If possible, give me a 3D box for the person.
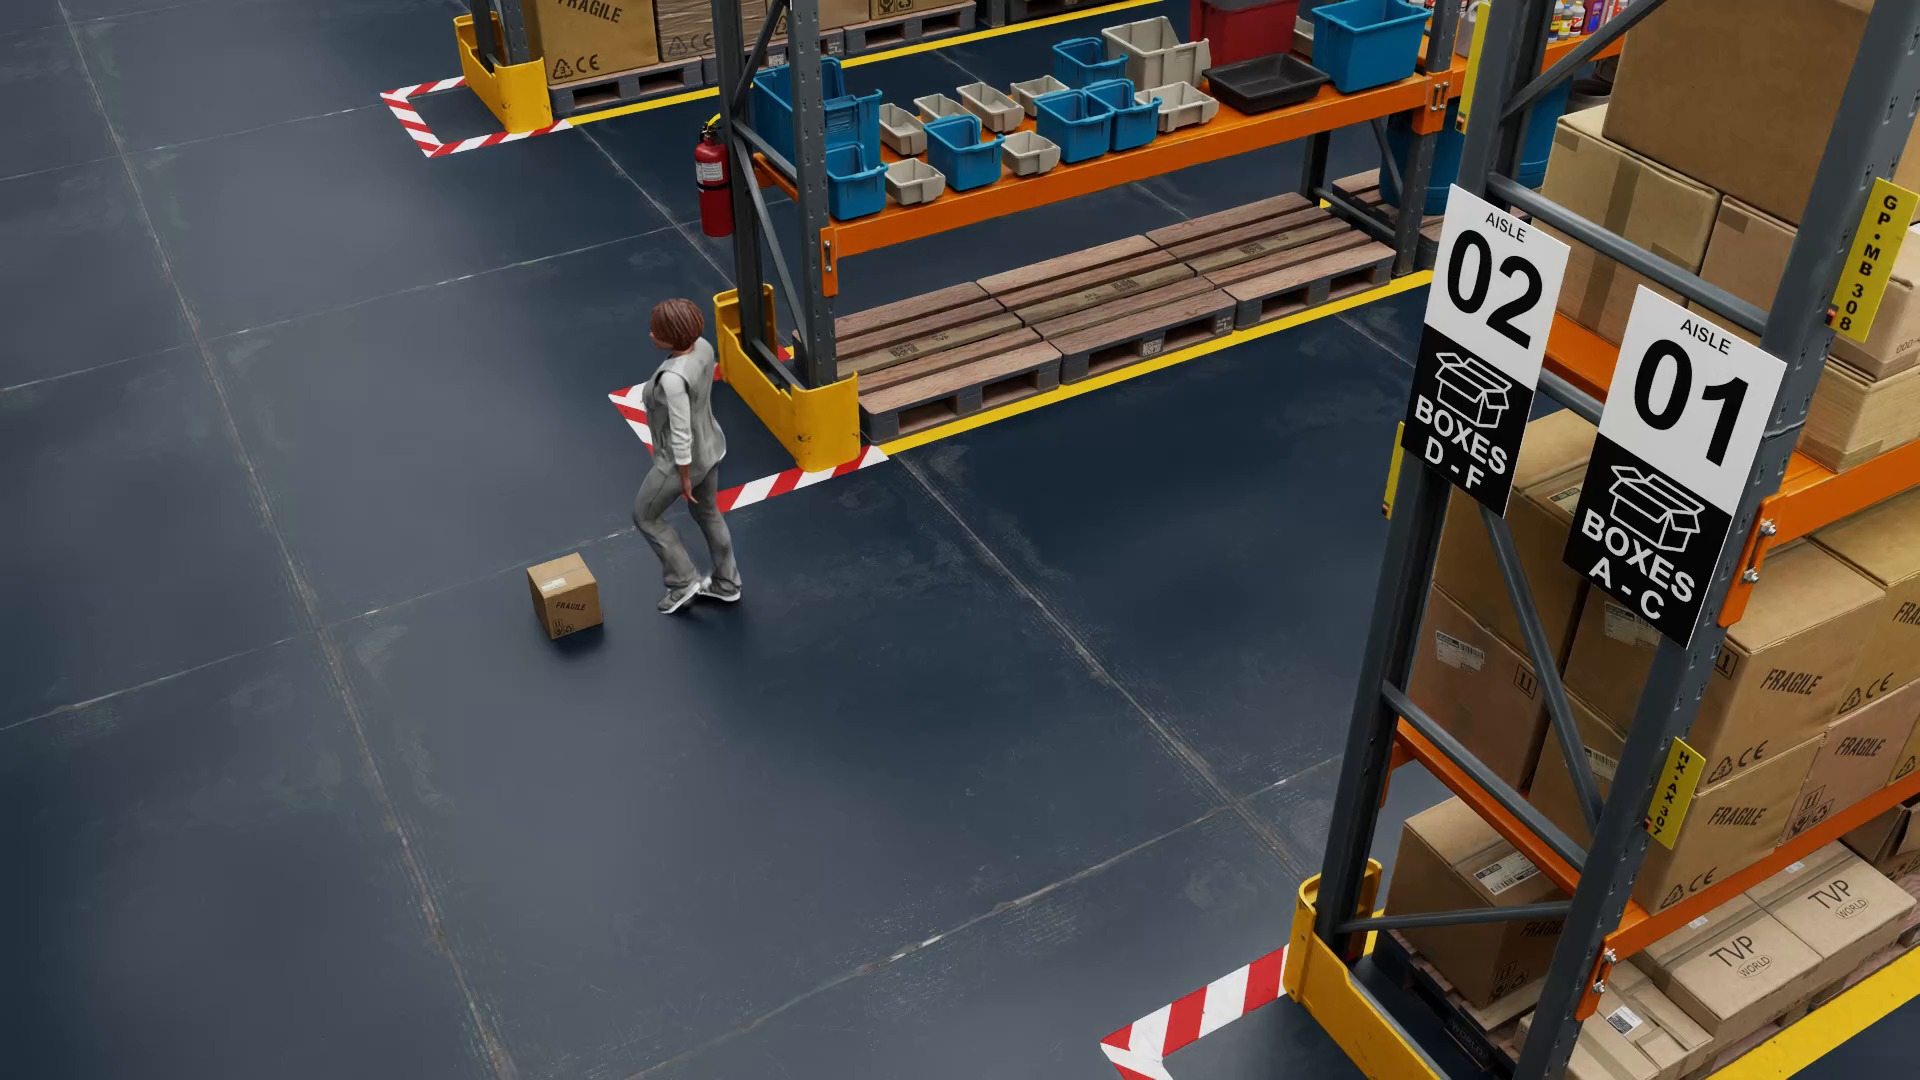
[{"bbox_3d":[-1.234,-0.350,7.399,0.451,1.639,0.432,13,39,16],"label":"person"}]
